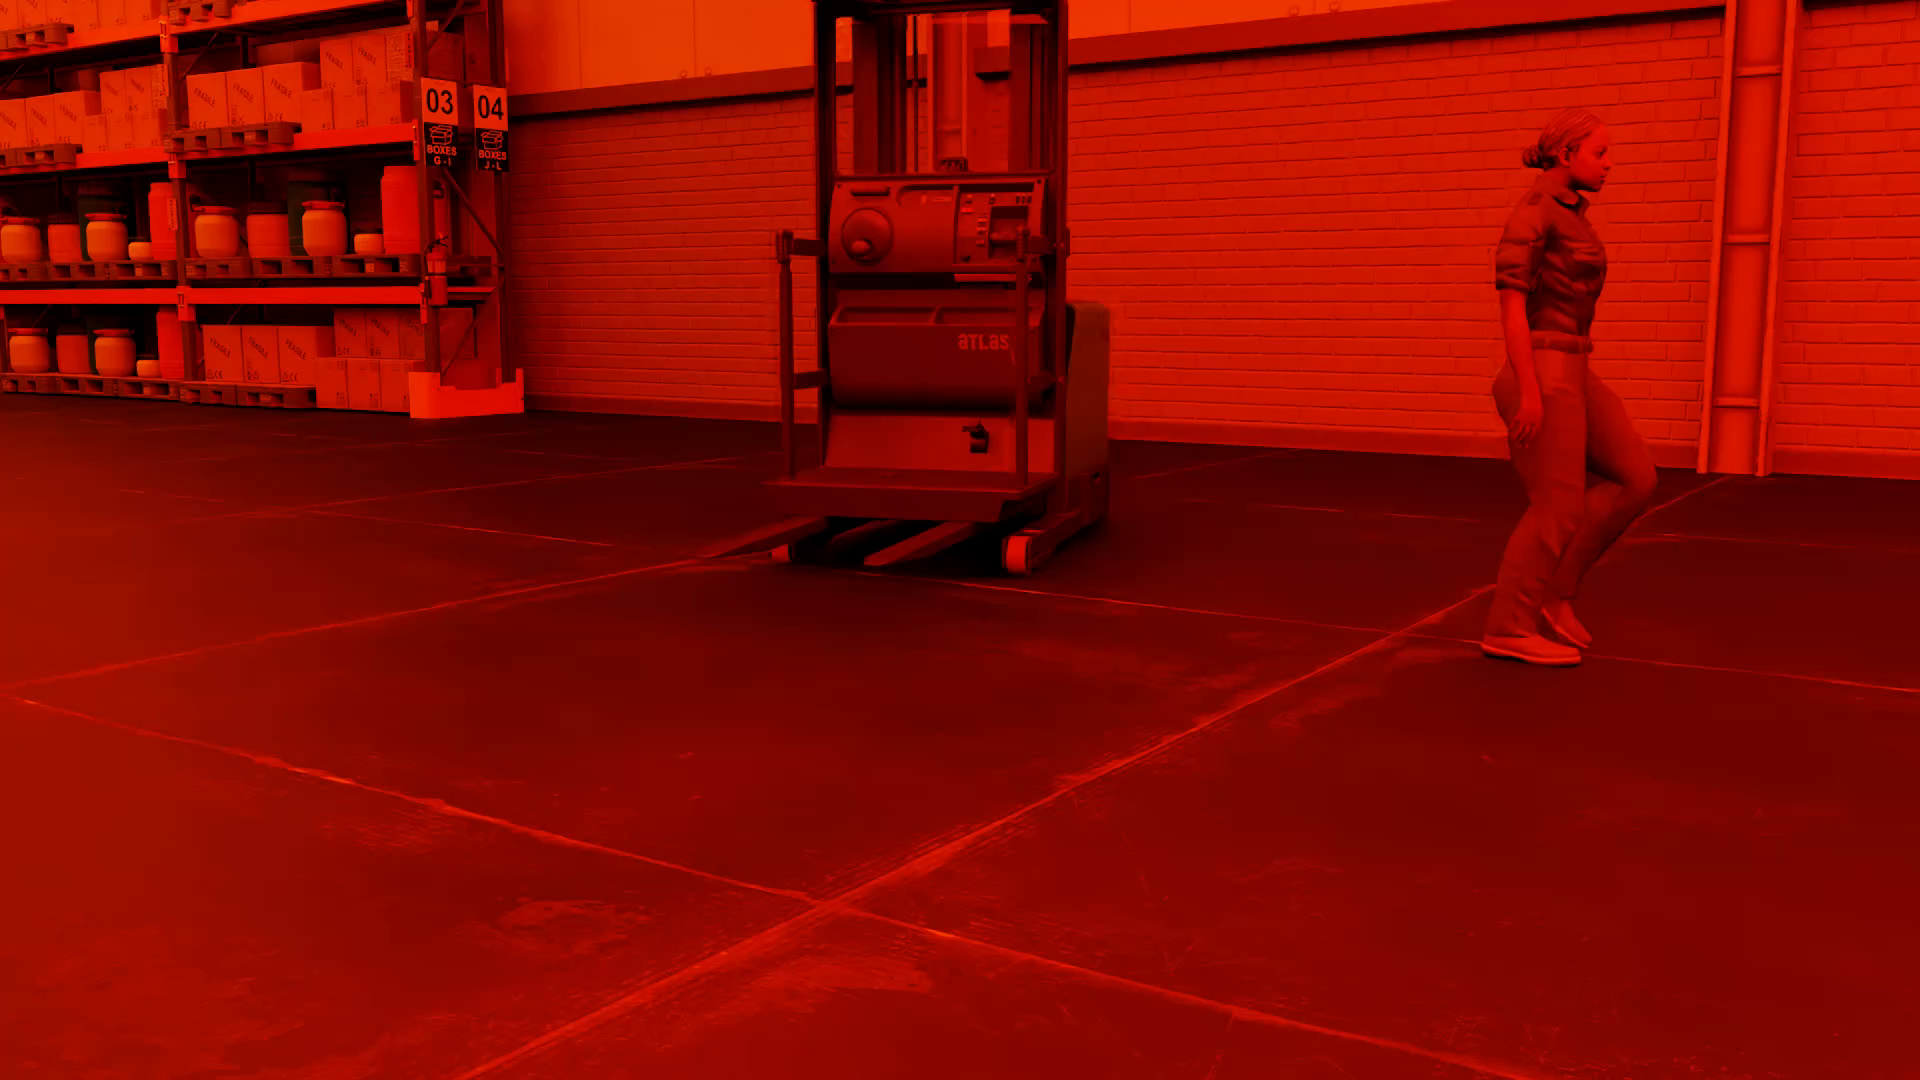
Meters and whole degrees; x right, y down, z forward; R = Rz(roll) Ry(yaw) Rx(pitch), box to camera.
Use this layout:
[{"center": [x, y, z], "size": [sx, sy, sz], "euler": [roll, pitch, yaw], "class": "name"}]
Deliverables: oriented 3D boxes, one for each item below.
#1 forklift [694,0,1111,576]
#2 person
[{"center": [-0.159, -1.367, 6.809], "size": [1.130, 2.935, 3.031], "euler": [2, 8, 16], "class": "forklift"}, {"center": [1.831, -0.447, 4.954], "size": [0.446, 1.643, 0.577], "euler": [5, 9, 30], "class": "person"}]
